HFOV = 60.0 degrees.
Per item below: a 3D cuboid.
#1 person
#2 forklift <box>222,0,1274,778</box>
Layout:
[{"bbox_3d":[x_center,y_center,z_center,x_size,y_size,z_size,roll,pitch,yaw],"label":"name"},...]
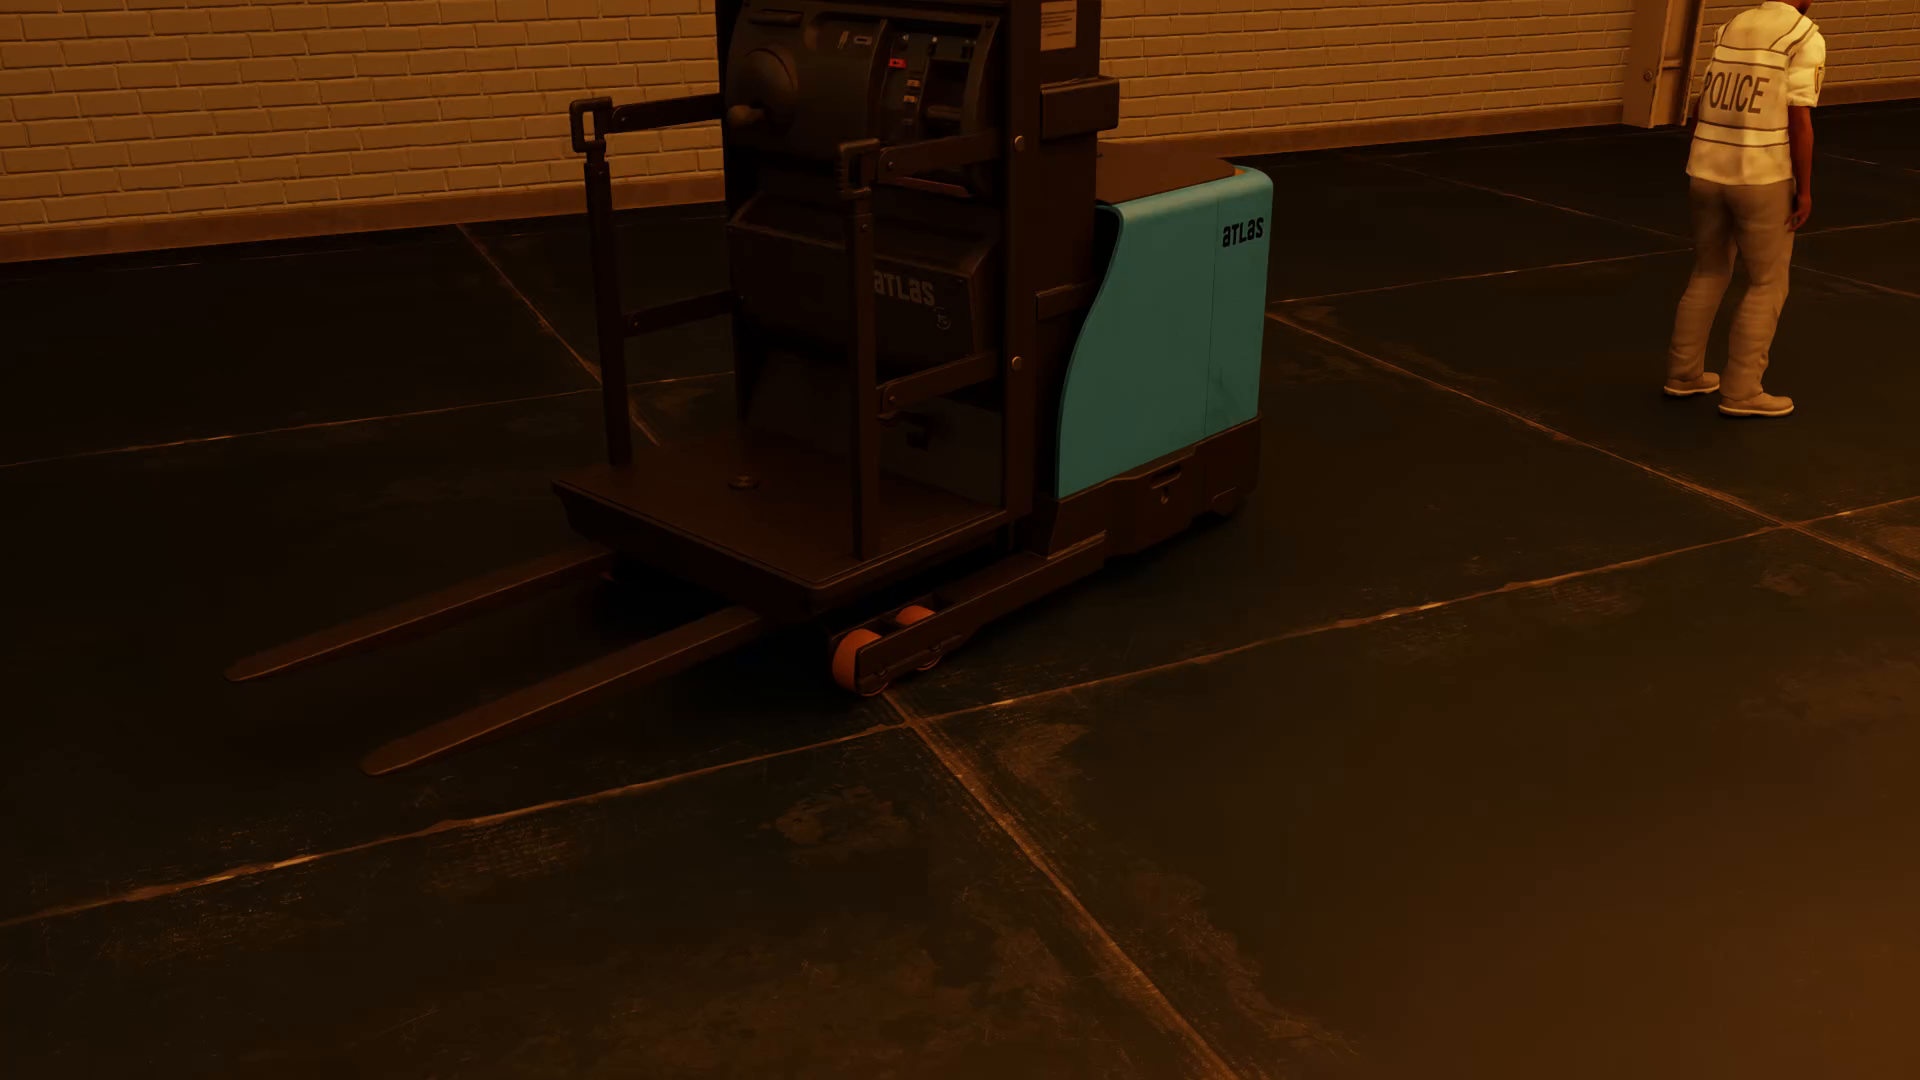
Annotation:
[{"bbox_3d":[2.889,-1.299,6.074,0.395,1.658,0.523,-11,25,-25],"label":"person"},{"bbox_3d":[-0.413,-1.182,4.131,1.130,2.935,3.031,19,29,39],"label":"forklift"}]
